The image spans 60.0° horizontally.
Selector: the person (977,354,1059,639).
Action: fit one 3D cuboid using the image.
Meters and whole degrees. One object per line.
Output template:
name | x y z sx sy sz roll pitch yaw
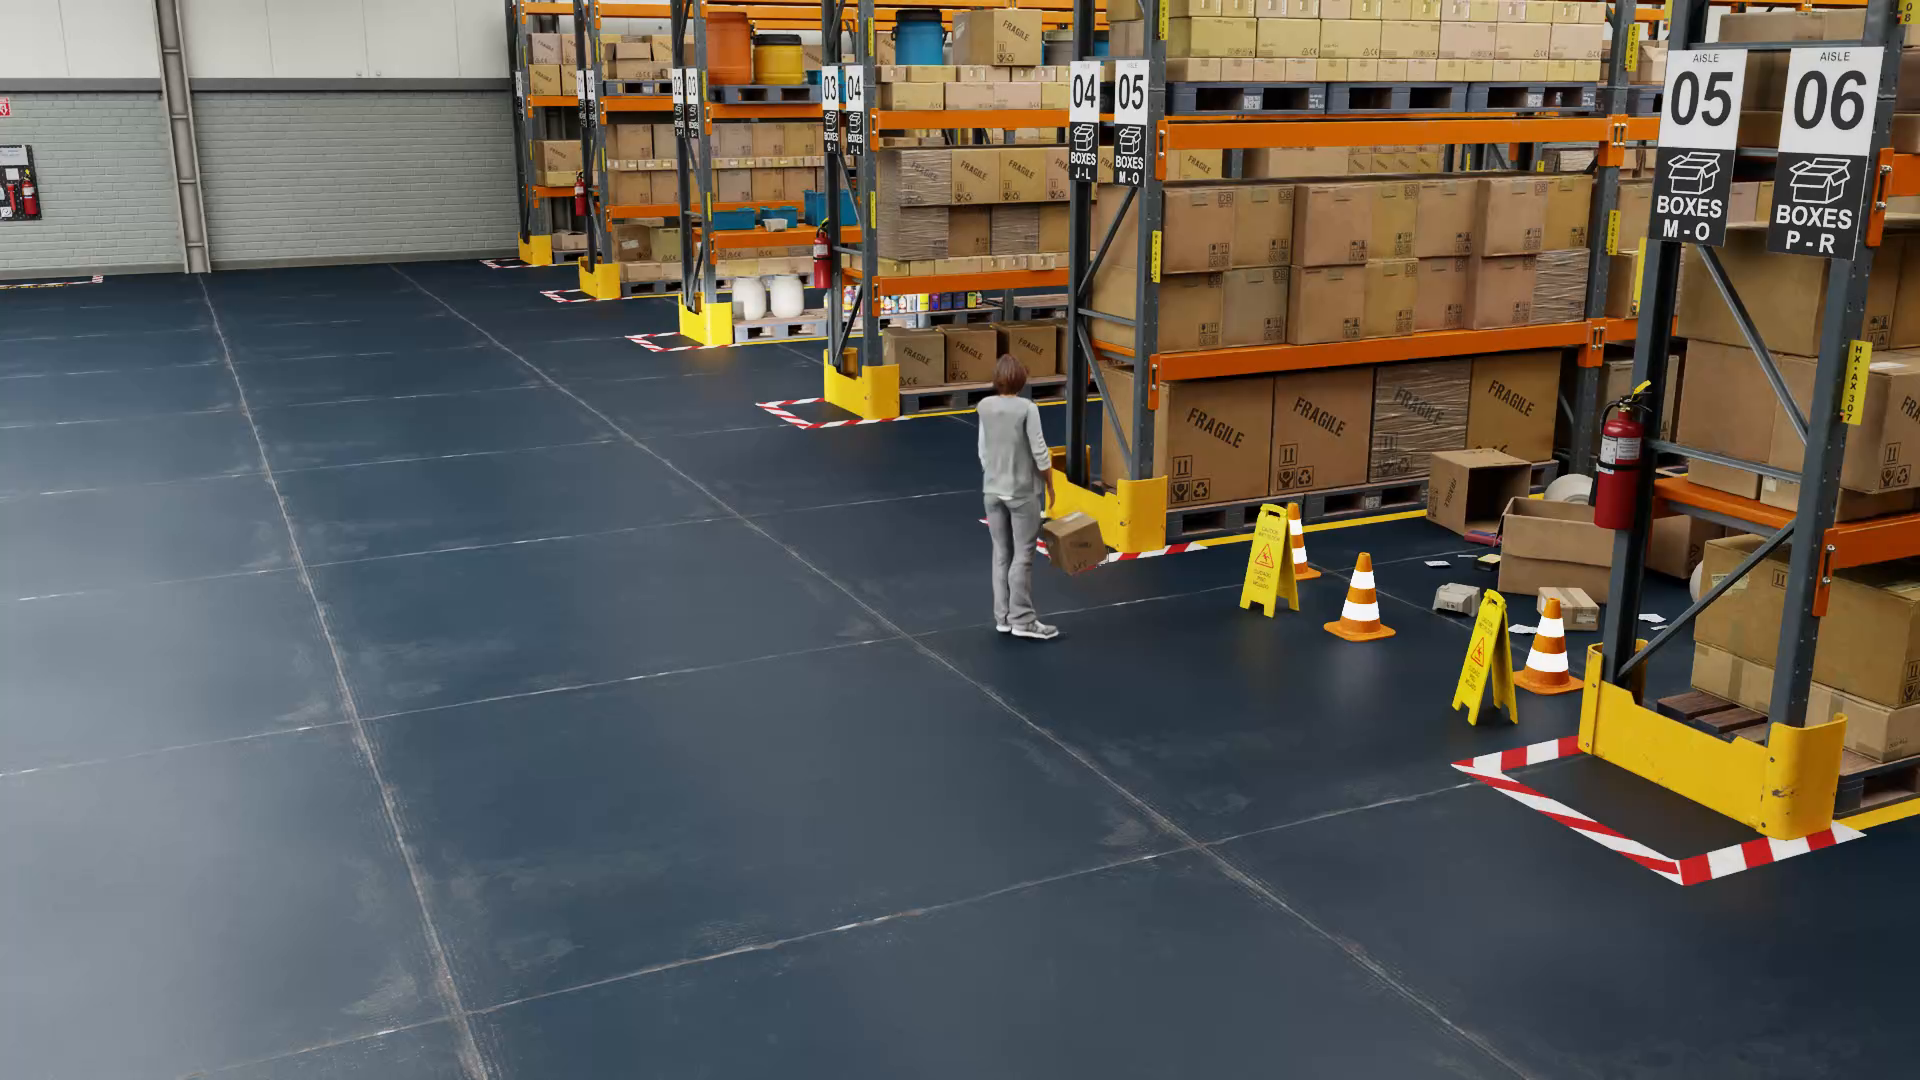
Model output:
person | 0.340 -0.254 9.407 0.517 1.605 0.343 10 18 32
